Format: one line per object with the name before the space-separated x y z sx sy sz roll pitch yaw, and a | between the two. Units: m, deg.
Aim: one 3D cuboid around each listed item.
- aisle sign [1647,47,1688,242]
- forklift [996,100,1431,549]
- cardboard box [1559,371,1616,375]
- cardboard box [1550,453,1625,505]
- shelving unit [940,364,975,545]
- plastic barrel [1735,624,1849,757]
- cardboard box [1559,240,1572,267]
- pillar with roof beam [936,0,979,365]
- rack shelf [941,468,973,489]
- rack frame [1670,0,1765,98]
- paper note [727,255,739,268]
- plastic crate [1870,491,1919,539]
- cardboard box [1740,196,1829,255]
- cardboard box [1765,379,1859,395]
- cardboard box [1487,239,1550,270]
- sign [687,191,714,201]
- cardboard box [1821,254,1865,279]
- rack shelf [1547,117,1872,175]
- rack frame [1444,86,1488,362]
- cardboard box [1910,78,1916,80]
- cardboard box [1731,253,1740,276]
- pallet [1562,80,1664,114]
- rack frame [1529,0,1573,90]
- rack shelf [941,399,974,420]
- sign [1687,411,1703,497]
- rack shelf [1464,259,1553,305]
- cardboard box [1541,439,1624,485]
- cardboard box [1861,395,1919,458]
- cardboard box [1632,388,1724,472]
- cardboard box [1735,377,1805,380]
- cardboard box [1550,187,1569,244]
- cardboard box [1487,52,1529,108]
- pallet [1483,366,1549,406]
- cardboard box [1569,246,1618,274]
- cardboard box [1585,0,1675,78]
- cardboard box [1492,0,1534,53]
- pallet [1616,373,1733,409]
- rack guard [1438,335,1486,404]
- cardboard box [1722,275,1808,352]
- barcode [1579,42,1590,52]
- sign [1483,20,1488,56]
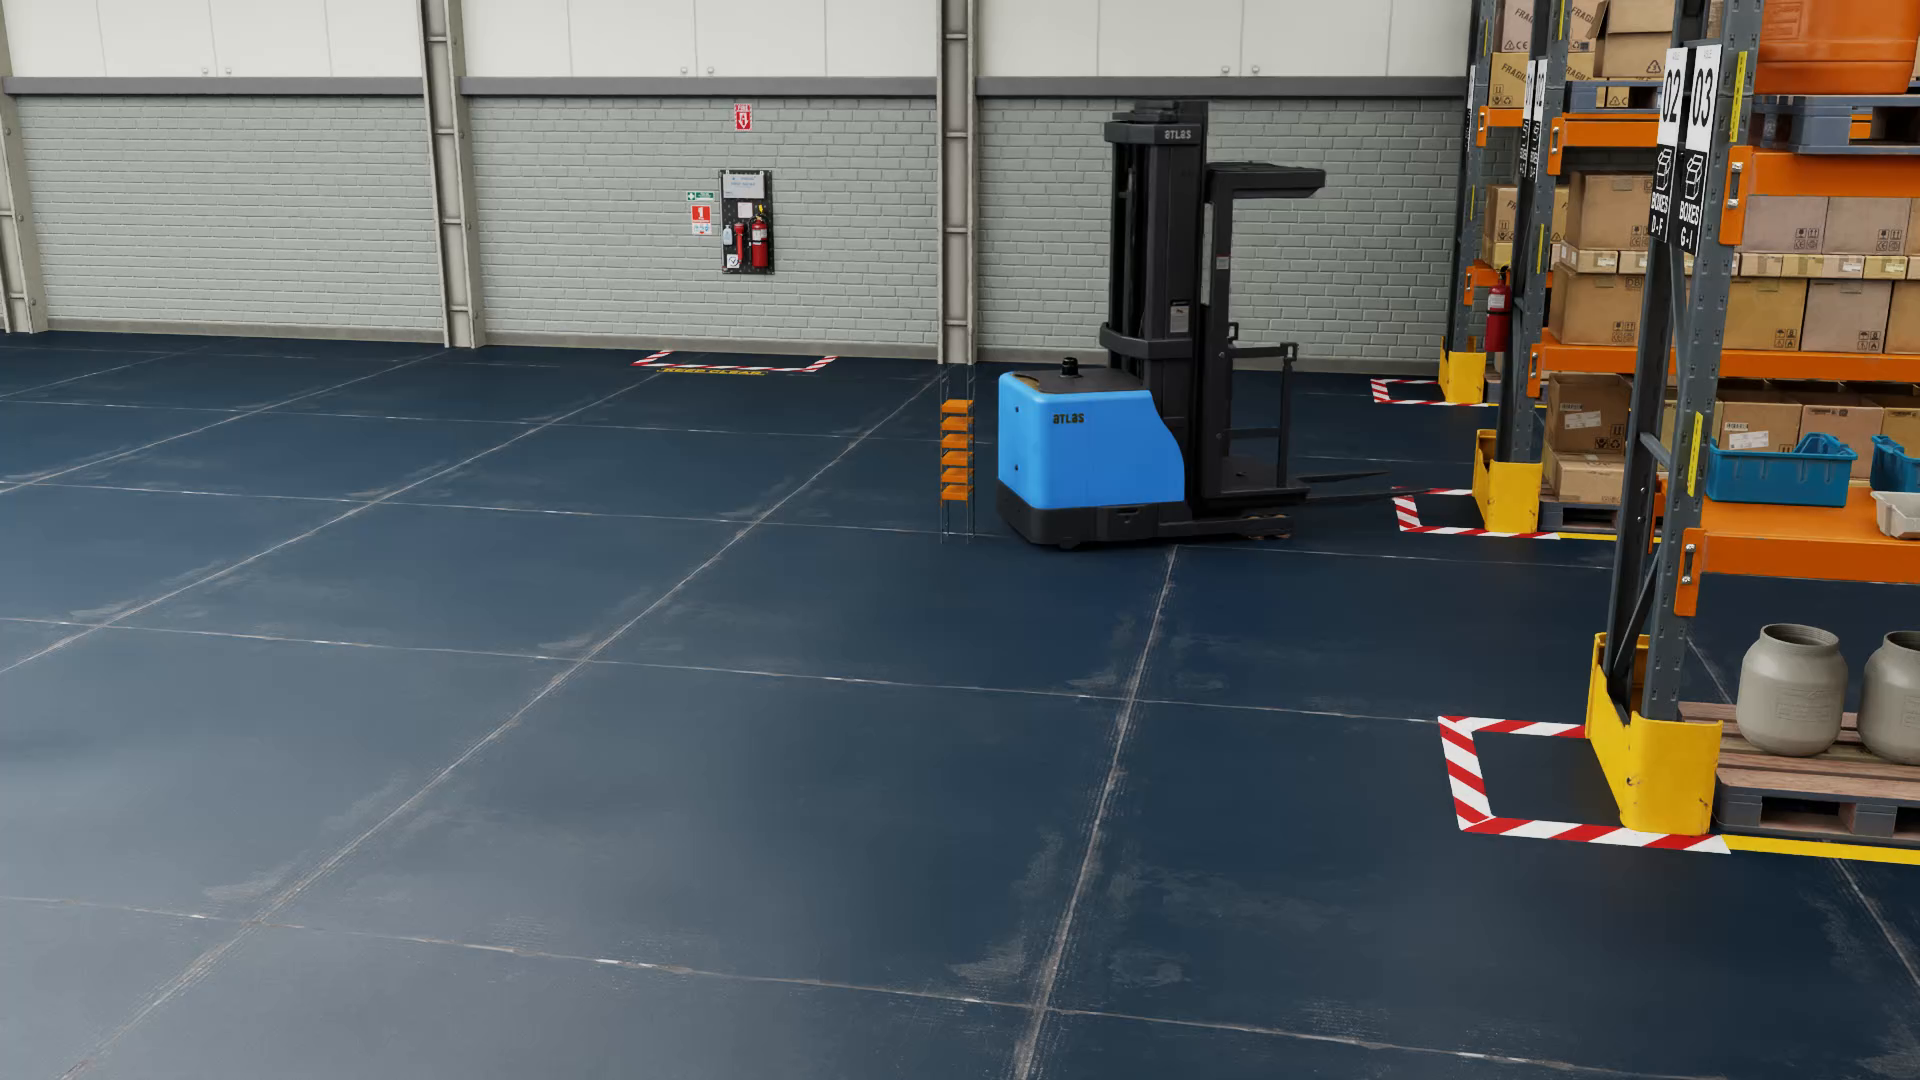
aisle sign | 3.010 -1.684 7.083 0.004 0.787 0.394 3 16 11
forklift | 1.835 -1.541 11.565 3.031 2.935 1.130 -4 16 -14
cardboard box | 6.214 -1.767 16.465 0.500 0.311 0.500 4 16 16
cardboard box | 4.493 -0.436 11.811 0.500 0.250 0.500 3 16 11
shelving unit | -0.014 -0.579 11.335 0.189 1.200 0.258 3 16 11
plastic barrel | 3.681 0.662 7.358 0.421 0.512 0.421 0 15 0
cardboard box | 4.424 -2.036 11.820 0.250 0.149 0.380 3 16 10
pillar with roof beam | -0.884 -5.215 13.460 0.400 9.000 9.100 3 16 11
rack shelf | -0.014 -0.421 11.379 0.180 0.103 0.258 3 16 11
rack frame | 3.021 -3.241 6.335 0.127 3.000 1.000 3 16 11
paper note | -2.600 -3.194 19.054 0.142 0.148 0.016 3 16 11
plastic crate | 3.834 -0.091 6.695 0.250 0.136 0.298 3 16 11
cardboard box | 5.529 -2.235 11.323 0.500 0.500 0.700 3 16 11
cardboard box | 6.069 -0.857 11.926 0.500 0.500 0.500 3 16 11
cardboard box | 5.410 -2.770 16.116 0.500 0.250 0.500 3 16 9
sign | -2.959 -3.918 18.956 0.331 0.109 0.001 3 16 11
cardboard box | 5.860 -1.847 11.138 0.250 0.149 0.380 3 16 12
rack shelf | 5.972 -2.638 11.125 4.000 0.370 1.077 3 16 11
rack frame | 4.995 -2.941 16.492 0.127 3.000 1.000 3 16 11
cardboard box | 8.369 -4.194 15.171 0.500 0.500 0.500 4 16 13
cardboard box | 5.104 -1.888 11.286 0.250 0.149 0.380 3 16 10
pallet | 4.700 -3.004 11.264 1.213 0.211 1.003 3 16 11
rack frame | 4.012 -4.537 11.012 0.127 3.000 1.000 3 16 11
rack shelf | -0.014 -0.883 11.250 0.180 0.103 0.258 3 16 11
sign | 2.907 -0.340 6.580 0.005 0.325 0.100 3 16 11
rack shelf | 6.955 -2.488 16.204 4.000 0.370 1.077 3 16 11
cardboard box | 4.596 -0.571 12.300 0.500 0.250 0.500 3 16 11
cardboard box | 6.455 -0.694 11.338 0.500 0.500 0.500 3 16 11
cardboard box | 4.983 -0.771 11.617 0.500 0.500 0.500 3 16 11
cardboard box | 7.890 -1.781 16.160 0.500 0.500 0.500 2 16 7
cardboard box | 5.886 -3.107 15.929 0.500 0.500 0.500 3 16 11
cardboard box | 5.273 -4.362 15.775 0.500 0.500 0.500 4 16 13
pallet | 5.859 -1.541 16.660 1.213 0.211 1.003 3 16 11
cardboard box | 4.354 -1.929 11.434 0.250 0.149 0.380 3 16 11
cardboard box | 4.574 -3.379 11.210 0.637 0.503 0.797 4 16 15
cardboard box | 5.325 -4.843 15.639 0.500 0.500 0.500 2 16 7
pallet | 7.051 -1.476 16.424 1.213 0.211 1.003 3 16 11
rack guard | 5.070 -1.733 16.811 0.348 0.500 1.175 3 16 11
cardboard box | 5.468 -1.611 11.501 0.500 0.500 0.700 3 16 11
barcode | 4.404 -3.481 11.733 0.075 0.075 0.001 3 16 11
sign | 4.887 -4.666 15.462 0.005 0.325 0.100 3 16 11
